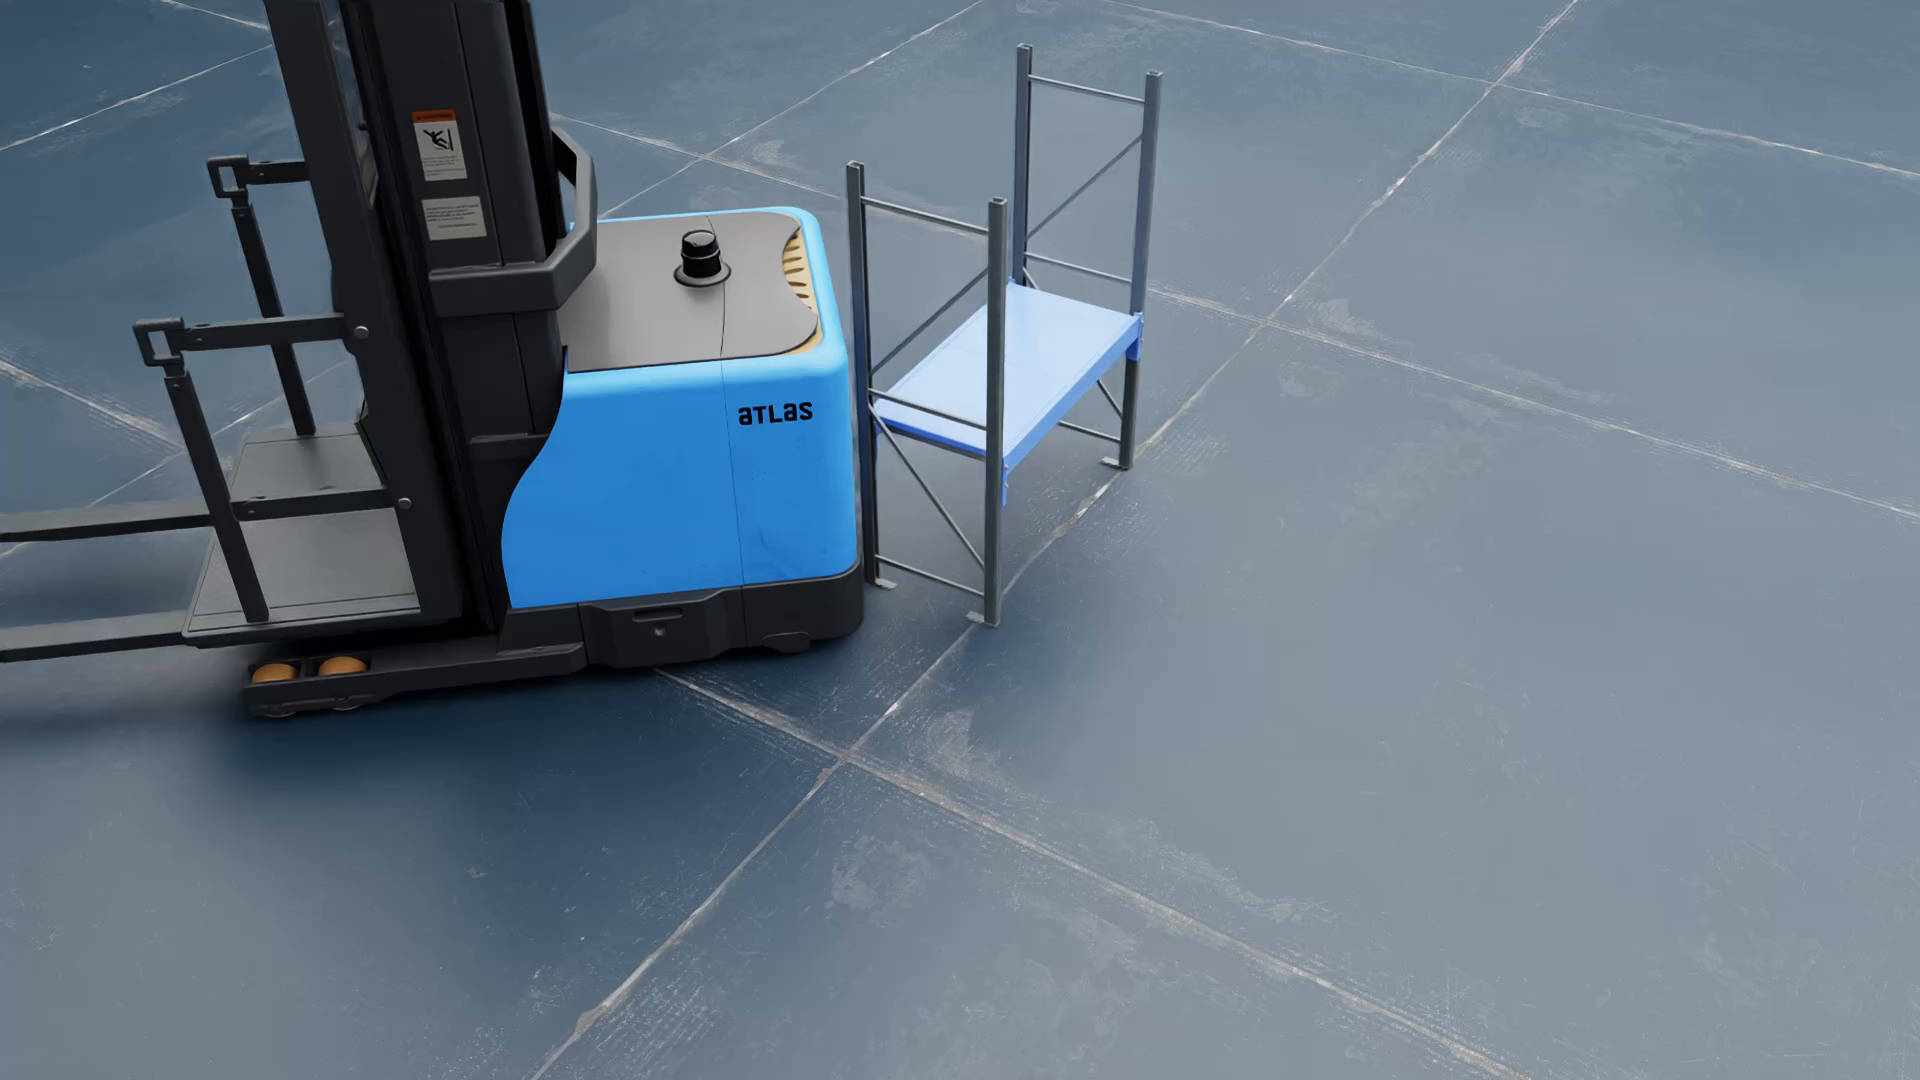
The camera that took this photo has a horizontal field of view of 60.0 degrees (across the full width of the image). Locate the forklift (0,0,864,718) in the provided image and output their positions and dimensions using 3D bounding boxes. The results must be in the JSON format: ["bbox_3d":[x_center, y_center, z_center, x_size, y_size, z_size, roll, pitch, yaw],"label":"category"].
[{"bbox_3d":[-1.871,-0.970,4.608,3.031,2.935,1.130,-6,38,-7],"label":"forklift"}]

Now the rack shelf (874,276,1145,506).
[{"bbox_3d":[0.156,-0.518,5.487,0.538,0.185,1.000,19,42,23],"label":"rack shelf"}]

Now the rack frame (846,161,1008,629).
[{"bbox_3d":[-0.095,-0.390,5.028,0.500,1.500,0.032,19,42,23],"label":"rack frame"}]

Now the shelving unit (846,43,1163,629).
[{"bbox_3d":[0.156,-0.660,5.378,0.538,1.500,1.048,19,42,23],"label":"shelving unit"}]

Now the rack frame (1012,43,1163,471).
[{"bbox_3d":[0.408,-0.930,5.728,0.500,1.500,0.032,19,42,23],"label":"rack frame"}]
